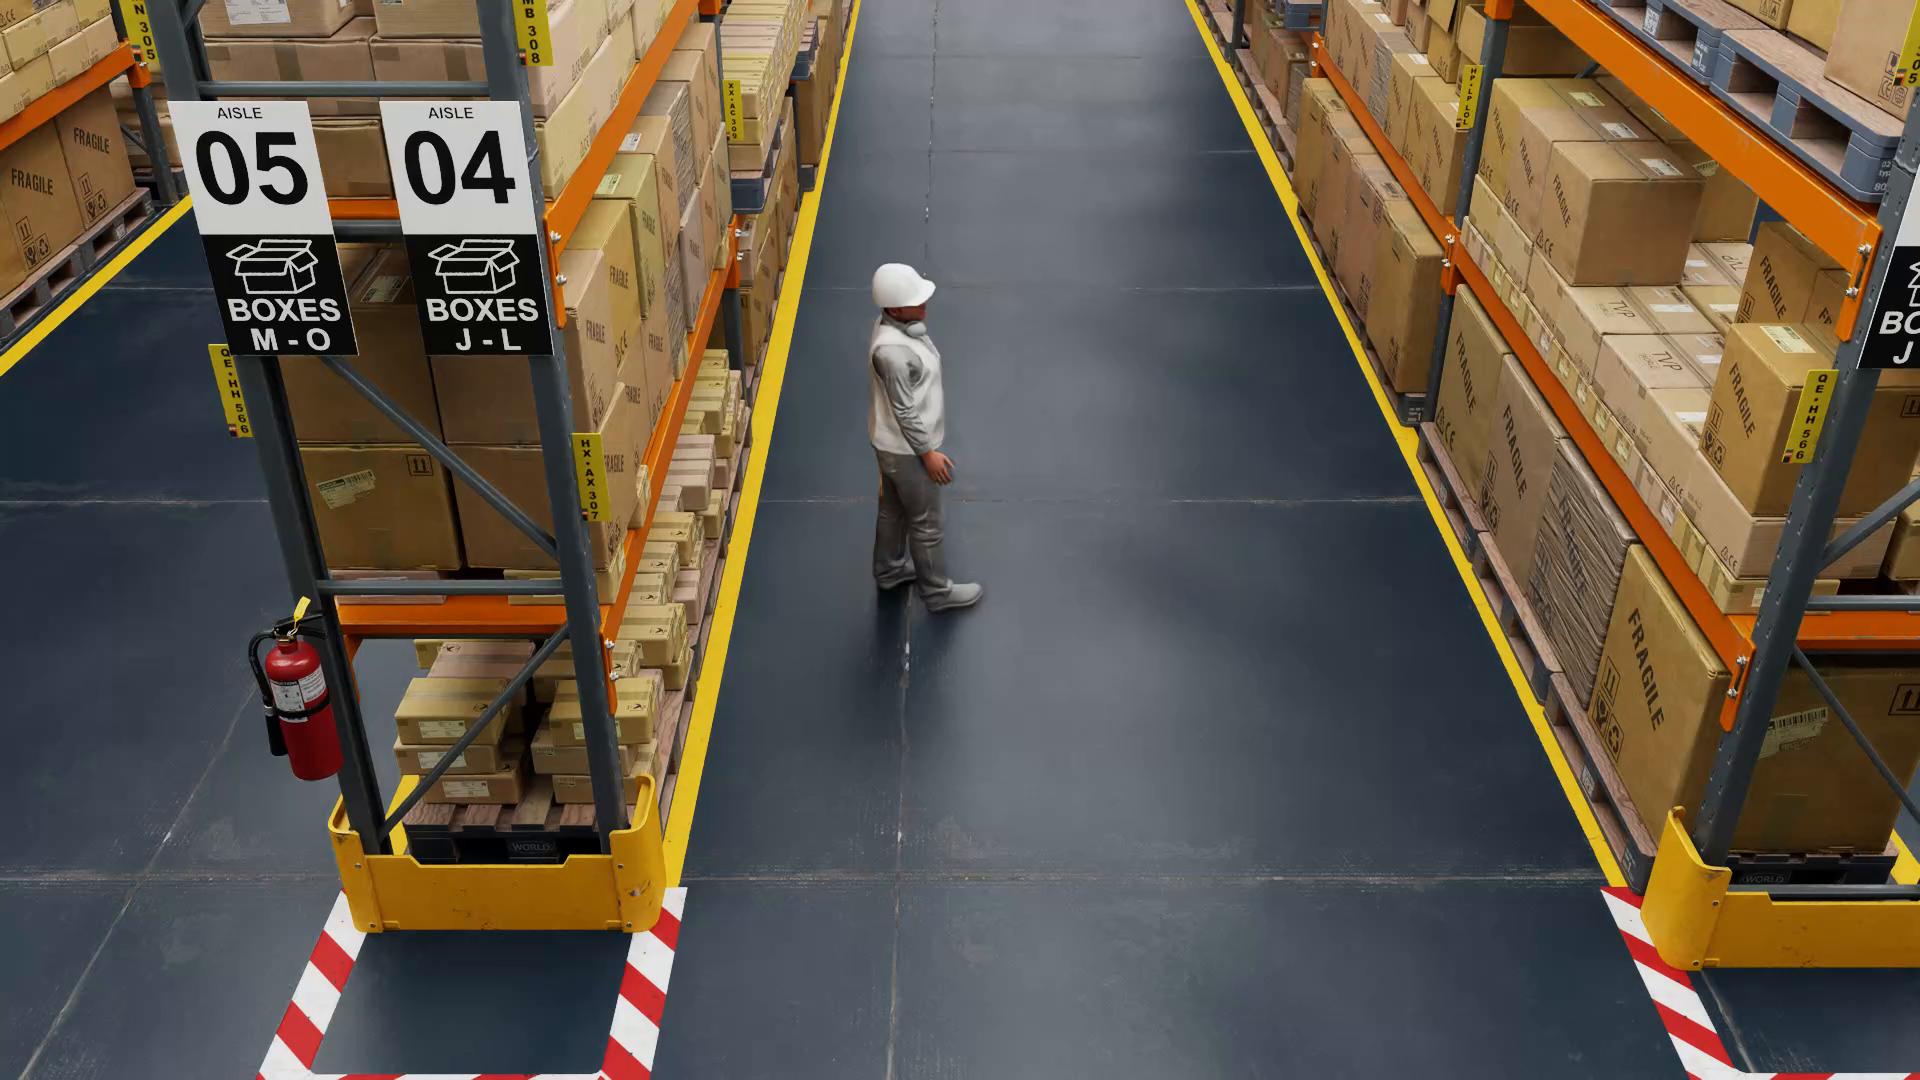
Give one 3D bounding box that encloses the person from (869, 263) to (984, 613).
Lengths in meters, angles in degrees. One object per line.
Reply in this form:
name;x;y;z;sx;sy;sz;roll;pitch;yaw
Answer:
person;-0.160;-0.489;7.872;0.535;1.776;0.577;-3;31;-6
